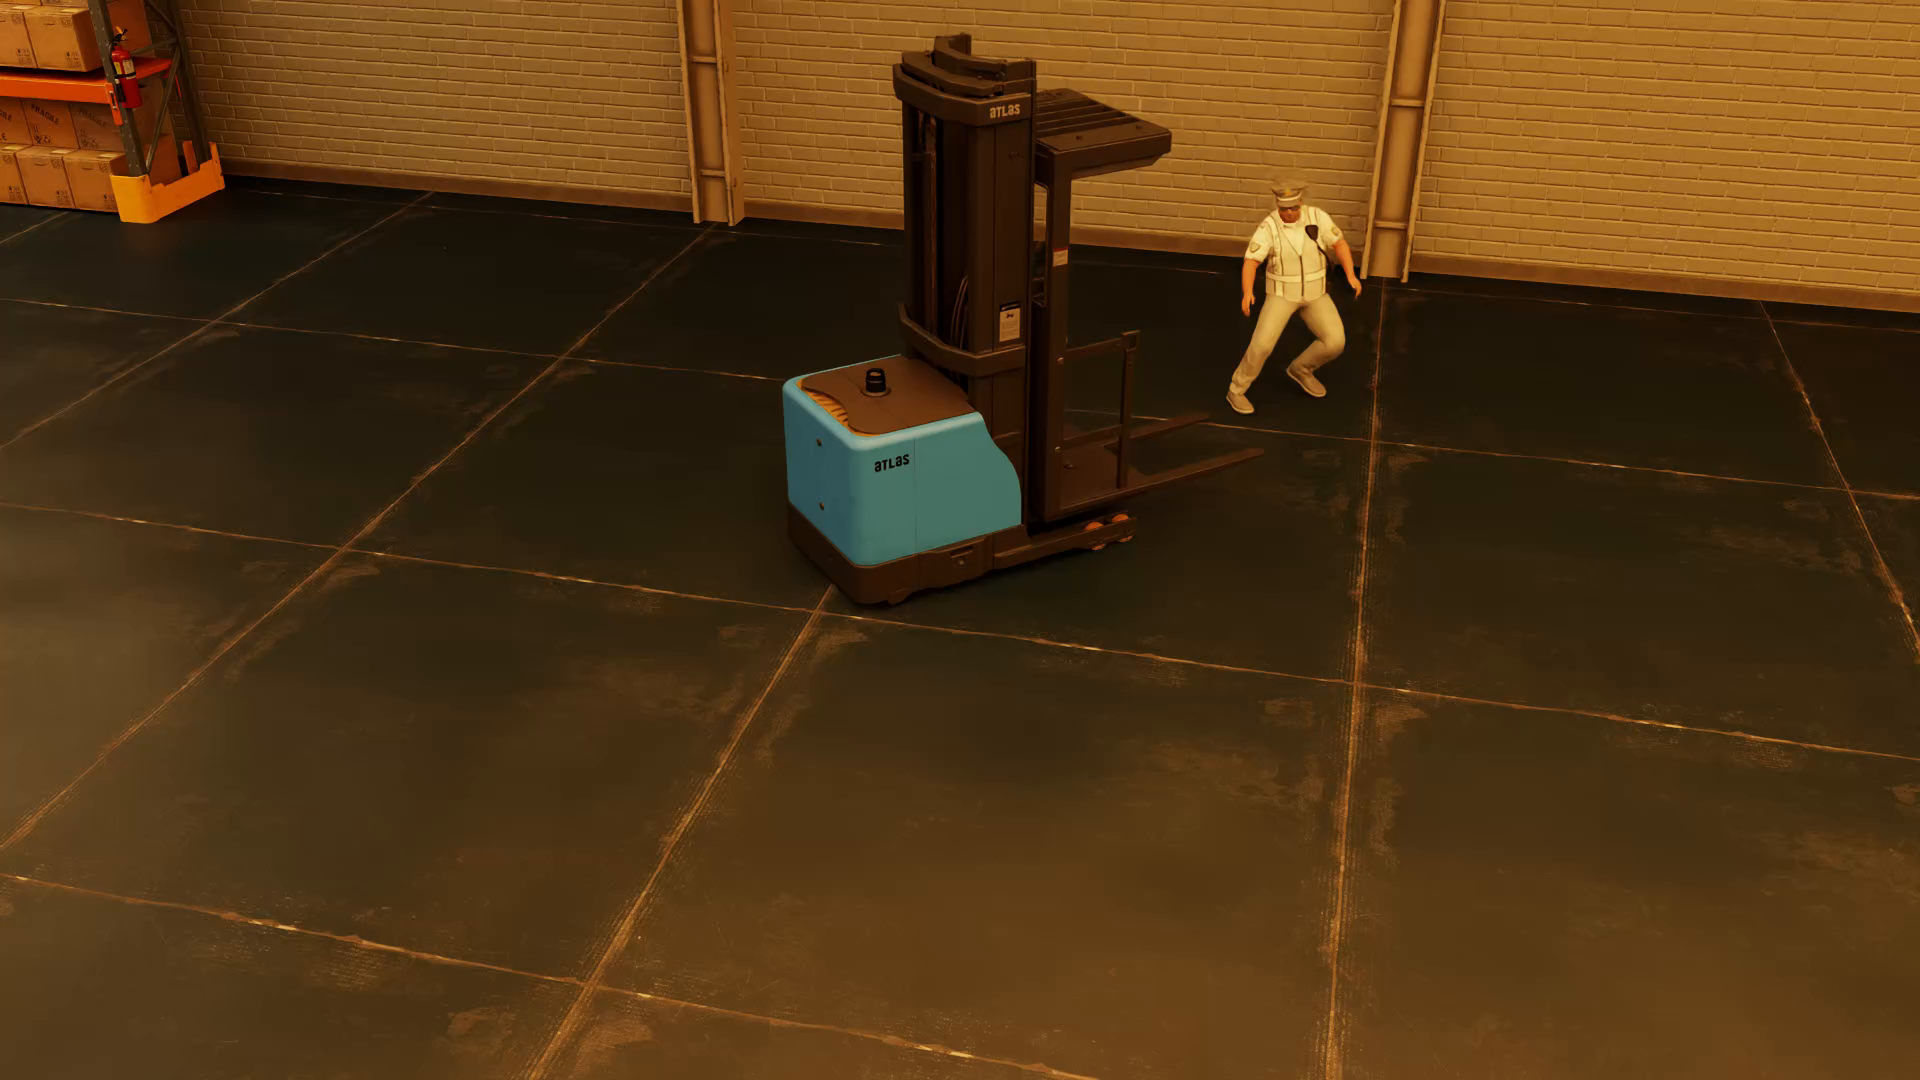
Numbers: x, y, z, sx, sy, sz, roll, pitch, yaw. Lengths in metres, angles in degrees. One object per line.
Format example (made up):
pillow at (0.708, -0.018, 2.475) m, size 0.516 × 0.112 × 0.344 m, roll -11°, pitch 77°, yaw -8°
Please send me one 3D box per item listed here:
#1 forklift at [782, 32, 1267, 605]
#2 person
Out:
forklift at (0.496, -1.425, 9.685) m, size 3.031 × 2.935 × 1.130 m, roll -16°, pitch 33°, yaw -25°
person at (2.316, -1.688, 11.502) m, size 0.861 × 1.582 × 0.681 m, roll -2°, pitch 30°, yaw -3°
